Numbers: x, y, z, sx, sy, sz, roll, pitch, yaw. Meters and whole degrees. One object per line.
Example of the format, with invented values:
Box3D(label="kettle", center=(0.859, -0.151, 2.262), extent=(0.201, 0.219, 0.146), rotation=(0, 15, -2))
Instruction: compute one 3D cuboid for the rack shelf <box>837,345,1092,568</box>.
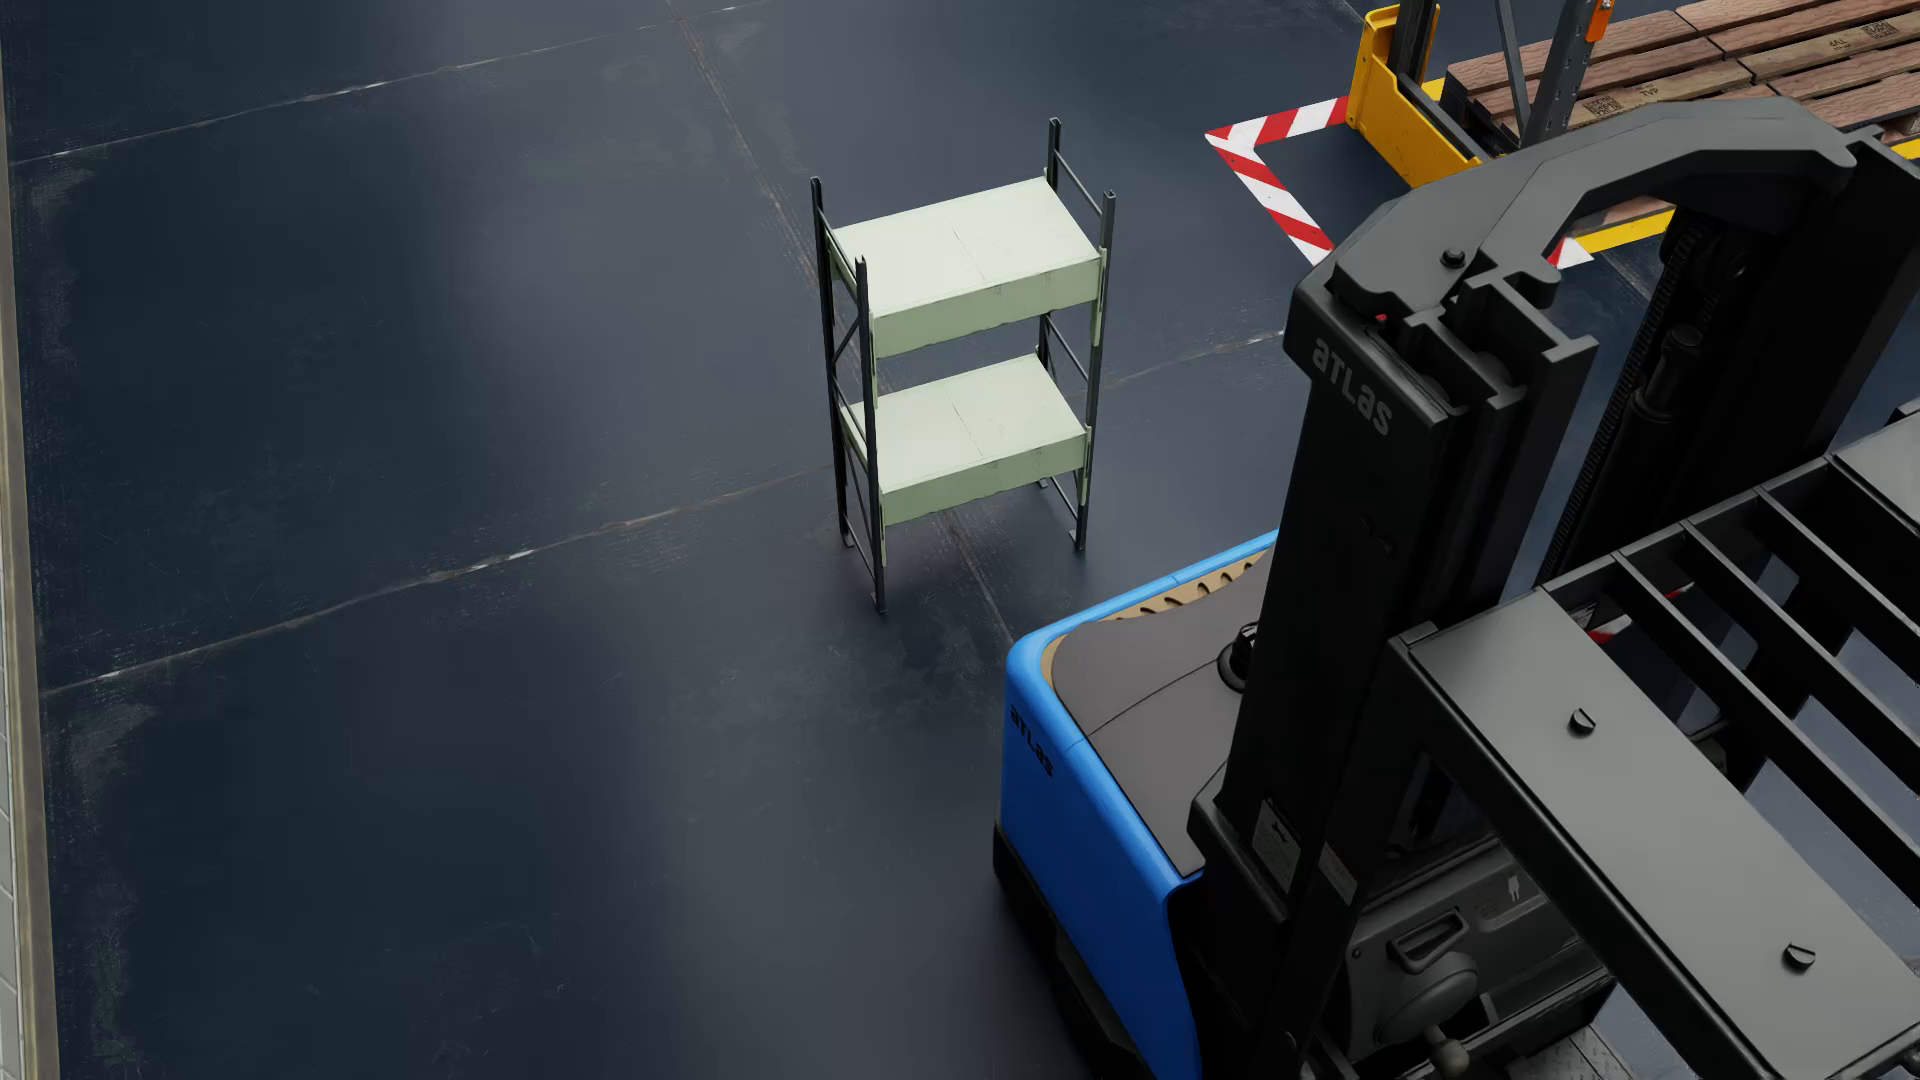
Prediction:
Box3D(label="rack shelf", center=(0.006, -0.278, 5.430), extent=(0.720, 0.370, 0.431), rotation=(-17, 52, -14))

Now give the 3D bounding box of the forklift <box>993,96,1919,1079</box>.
Box3D(label="forklift", center=(1.225, 0.826, 3.109), extent=(1.130, 2.935, 3.031), rotation=(-22, 53, -18))

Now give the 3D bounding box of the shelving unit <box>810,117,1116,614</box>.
Box3D(label="shelving unit", center=(0.006, -0.491, 5.183), extent=(0.755, 1.500, 0.431), rotation=(-17, 52, -14))

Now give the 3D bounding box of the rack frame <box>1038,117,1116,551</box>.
Box3D(label="rack frame", center=(0.345, -0.596, 5.273), extent=(0.023, 1.500, 0.400), rotation=(-17, 52, -14))

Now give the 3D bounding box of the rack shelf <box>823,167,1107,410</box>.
Box3D(label="rack shelf", center=(0.006, -0.745, 4.887), extent=(0.720, 0.370, 0.431), rotation=(-17, 52, -14))

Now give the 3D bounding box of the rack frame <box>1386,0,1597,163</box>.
Box3D(label="rack frame", center=(2.078, -2.518, 5.935), extent=(0.127, 3.000, 1.000), rotation=(-17, 52, -14))

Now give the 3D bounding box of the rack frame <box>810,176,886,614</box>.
Box3D(label="rack frame", center=(-0.333, -0.386, 5.093), extent=(0.023, 1.500, 0.400), rotation=(-17, 52, -14))

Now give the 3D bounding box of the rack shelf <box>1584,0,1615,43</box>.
Box3D(label="rack shelf", center=(3.929, -2.857, 6.701), extent=(4.000, 0.370, 1.077), rotation=(-17, 52, -14))

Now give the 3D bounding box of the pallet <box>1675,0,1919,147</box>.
Box3D(label="pallet", center=(3.983, -2.166, 7.471), extent=(1.213, 0.211, 1.003), rotation=(-17, 52, -14))

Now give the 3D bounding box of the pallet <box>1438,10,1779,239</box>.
Box3D(label="pallet", center=(2.856, -1.819, 7.173), extent=(1.213, 0.211, 1.003), rotation=(-17, 52, -14))

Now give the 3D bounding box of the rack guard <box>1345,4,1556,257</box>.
Box3D(label="rack guard", center=(2.060, -1.687, 6.870), extent=(0.348, 0.500, 1.175), rotation=(-17, 52, -14))
